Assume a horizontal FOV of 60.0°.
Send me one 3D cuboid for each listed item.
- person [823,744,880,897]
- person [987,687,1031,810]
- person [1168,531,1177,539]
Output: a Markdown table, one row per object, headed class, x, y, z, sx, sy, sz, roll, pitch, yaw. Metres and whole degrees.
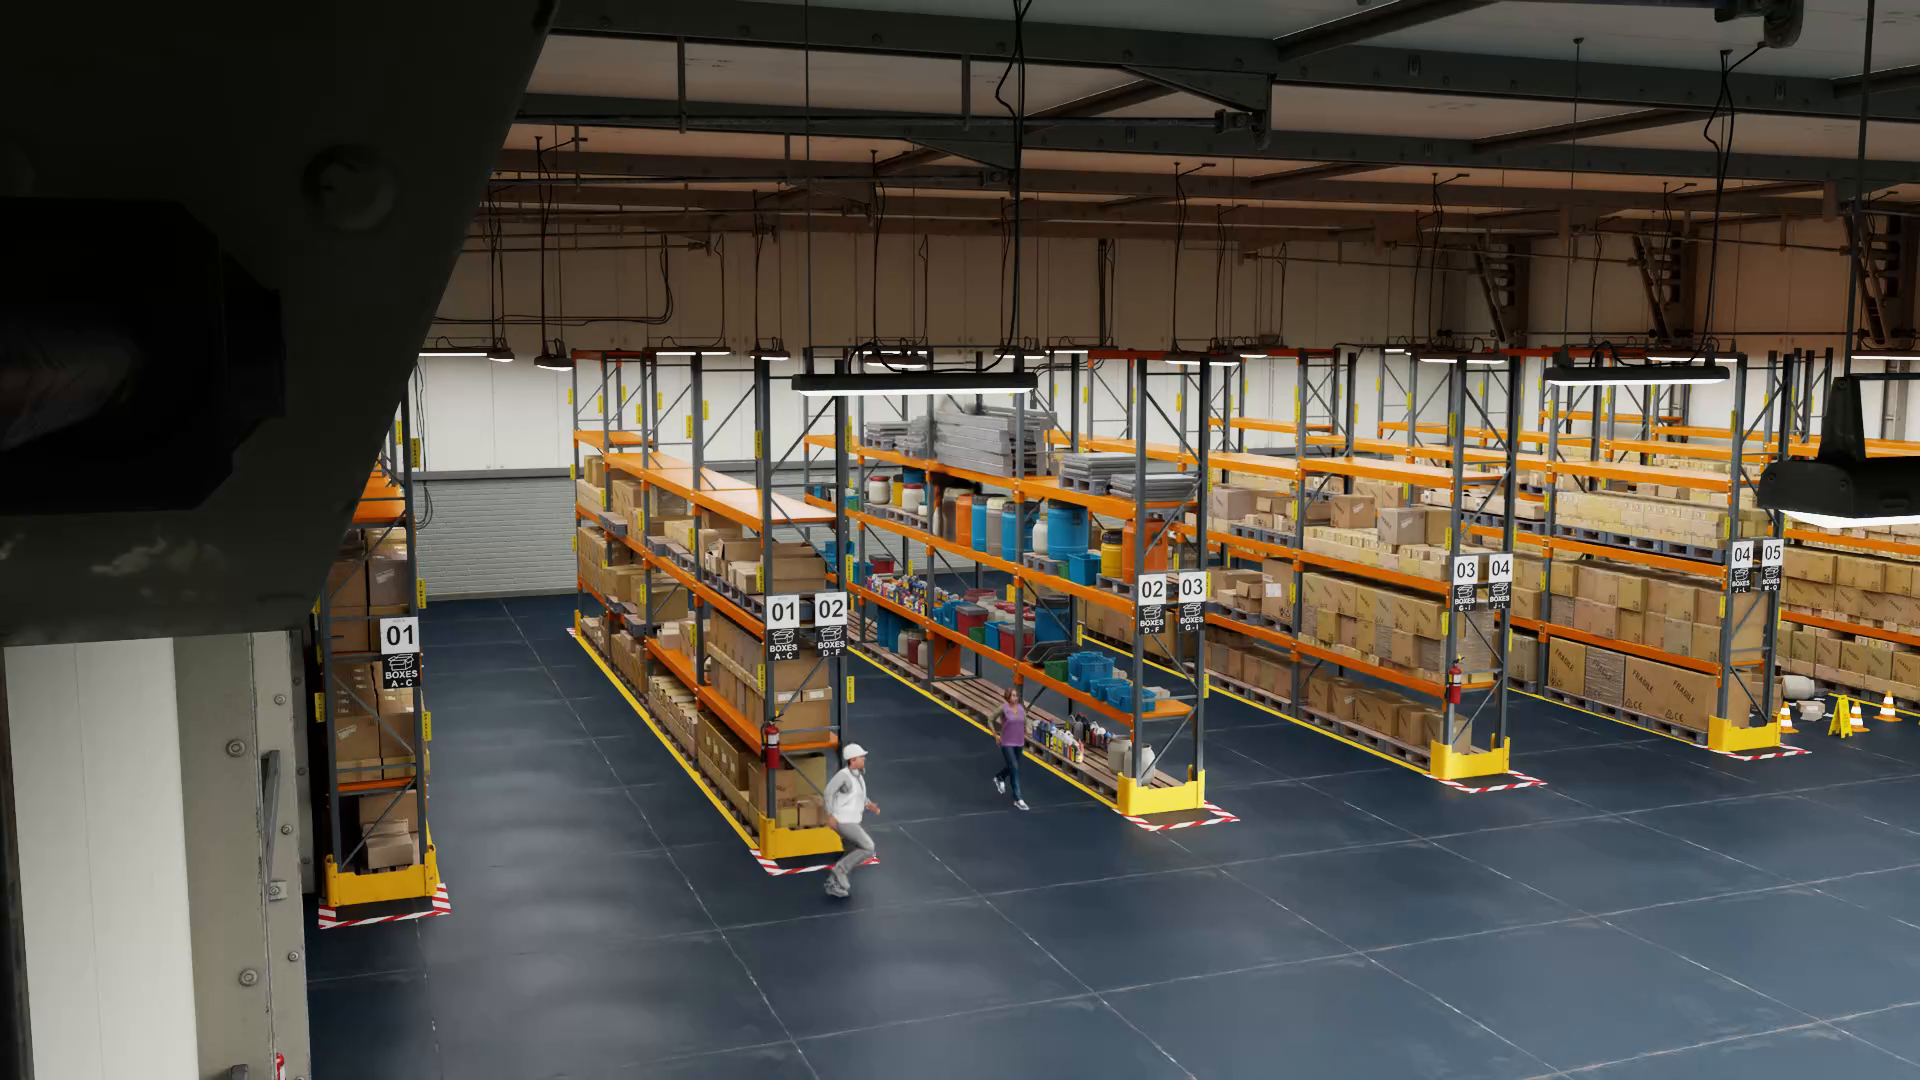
| class | x | y | z | sx | sy | sz | roll | pitch | yaw |
| --- | --- | --- | --- | --- | --- | --- | --- | --- | --- |
| person | -1.221 | 3.160 | 18.867 | 0.612 | 1.700 | 0.691 | 2 | 7 | 13 |
| person | 0.679 | 2.753 | 22.325 | 0.549 | 1.589 | 0.885 | -4 | 8 | -32 |
| person | 5.301 | 0.384 | 41.036 | 0.561 | 1.714 | 0.739 | -6 | 9 | -39 |
